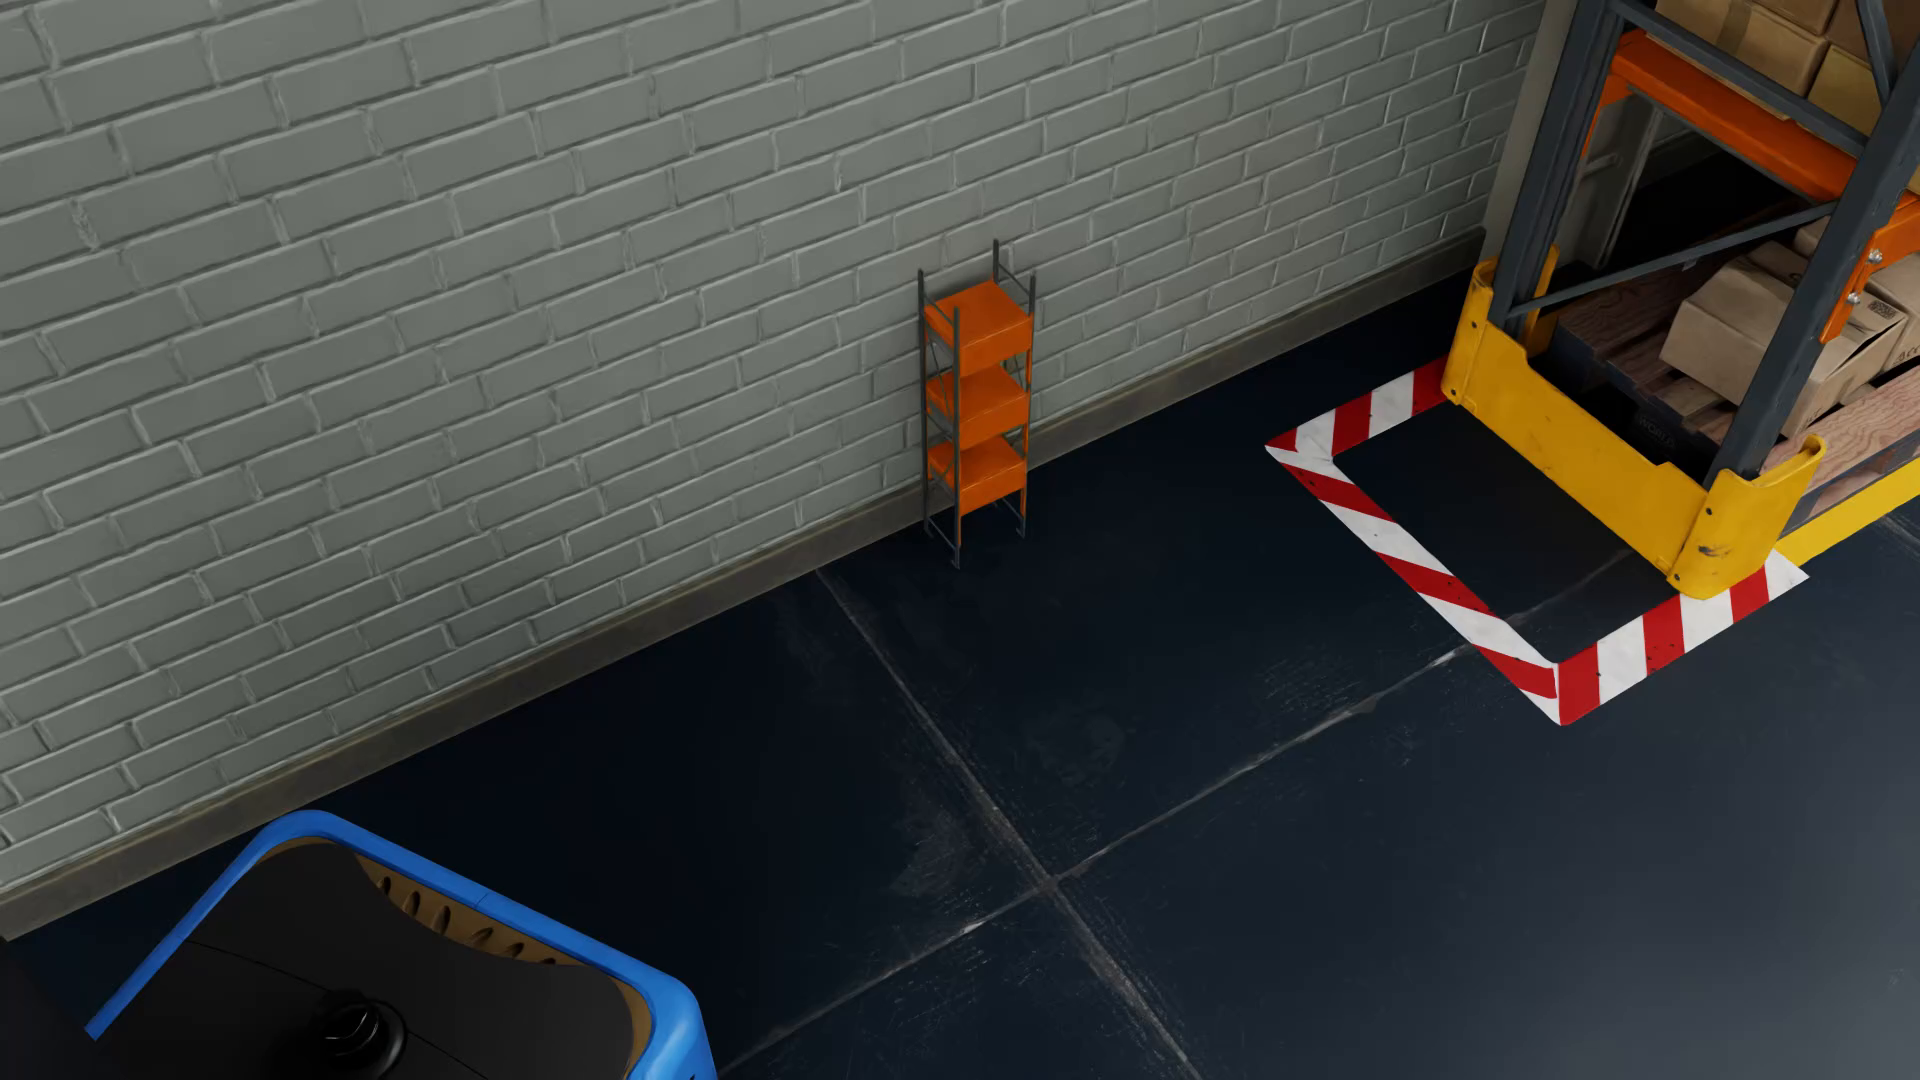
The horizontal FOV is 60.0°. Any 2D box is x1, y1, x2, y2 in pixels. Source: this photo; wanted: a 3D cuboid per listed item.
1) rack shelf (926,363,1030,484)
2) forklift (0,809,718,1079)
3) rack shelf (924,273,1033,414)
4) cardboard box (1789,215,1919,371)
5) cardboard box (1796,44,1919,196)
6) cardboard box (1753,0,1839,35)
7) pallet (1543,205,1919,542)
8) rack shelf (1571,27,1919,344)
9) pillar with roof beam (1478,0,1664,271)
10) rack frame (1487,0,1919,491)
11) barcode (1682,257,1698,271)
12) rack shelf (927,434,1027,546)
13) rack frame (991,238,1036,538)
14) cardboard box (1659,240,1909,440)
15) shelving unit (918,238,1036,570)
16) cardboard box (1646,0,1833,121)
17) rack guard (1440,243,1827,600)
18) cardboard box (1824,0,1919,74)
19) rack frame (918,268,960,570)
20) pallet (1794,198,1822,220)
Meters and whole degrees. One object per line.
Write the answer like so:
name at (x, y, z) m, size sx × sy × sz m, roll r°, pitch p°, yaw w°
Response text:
rack shelf at (0.045, -0.363, 4.885) m, size 0.240 × 0.259 × 0.215 m, roll -25°, pitch 53°, yaw -21°
forklift at (-1.566, 1.410, 2.032) m, size 1.130 × 2.935 × 3.031 m, roll 20°, pitch 51°, yaw 17°
rack shelf at (0.045, -0.552, 4.673) m, size 0.240 × 0.259 × 0.215 m, roll -25°, pitch 53°, yaw -21°
cardboard box at (3.134, -0.901, 5.550) m, size 0.500 × 0.311 × 0.500 m, roll -21°, pitch 52°, yaw -18°
cardboard box at (2.601, -1.154, 4.356) m, size 0.500 × 0.250 × 0.500 m, roll -27°, pitch 54°, yaw -22°
cardboard box at (2.304, -1.732, 4.368) m, size 0.500 × 0.500 × 0.500 m, roll -26°, pitch 53°, yaw -21°
pallet at (2.789, -0.608, 5.650) m, size 1.213 × 0.211 × 1.003 m, roll -25°, pitch 53°, yaw -21°
rack shelf at (3.710, -1.761, 5.291) m, size 4.000 × 0.370 × 1.077 m, roll -25°, pitch 53°, yaw -21°
pillar with roof beam at (4.446, -1.305, 0.386) m, size 0.400 × 9.000 × 9.100 m, roll -25°, pitch 53°, yaw -21°
rack frame at (2.018, -1.203, 4.313) m, size 0.127 × 3.000 × 1.000 m, roll -25°, pitch 53°, yaw -21°
barcode at (2.454, -0.937, 5.576) m, size 0.075 × 0.075 × 0.001 m, roll -25°, pitch 53°, yaw -21°
rack shelf at (0.045, -0.179, 5.092) m, size 0.240 × 0.259 × 0.215 m, roll -25°, pitch 53°, yaw -21°
rack frame at (0.148, -0.419, 4.920) m, size 0.008 × 1.050 × 0.200 m, roll -25°, pitch 53°, yaw -21°
cardboard box at (2.652, -0.674, 5.348) m, size 0.500 × 0.311 × 0.500 m, roll -31°, pitch 55°, yaw -25°
shelving unit at (0.045, -0.370, 4.877) m, size 0.252 × 1.050 × 0.215 m, roll -25°, pitch 53°, yaw -21°
cardboard box at (2.310, -1.469, 4.637) m, size 0.500 × 0.250 × 0.500 m, roll -25°, pitch 53°, yaw -20°
rack guard at (2.083, -0.402, 5.274) m, size 0.348 × 0.500 × 1.175 m, roll -25°, pitch 53°, yaw -21°
cardboard box at (2.583, -1.410, 4.082) m, size 0.500 × 0.500 × 0.500 m, roll -25°, pitch 53°, yaw -21°
rack frame at (-0.058, -0.322, 4.834) m, size 0.008 × 1.050 × 0.200 m, roll -25°, pitch 53°, yaw -21°
pallet at (3.819, -1.091, 6.080) m, size 1.213 × 0.211 × 1.003 m, roll -25°, pitch 53°, yaw -21°
